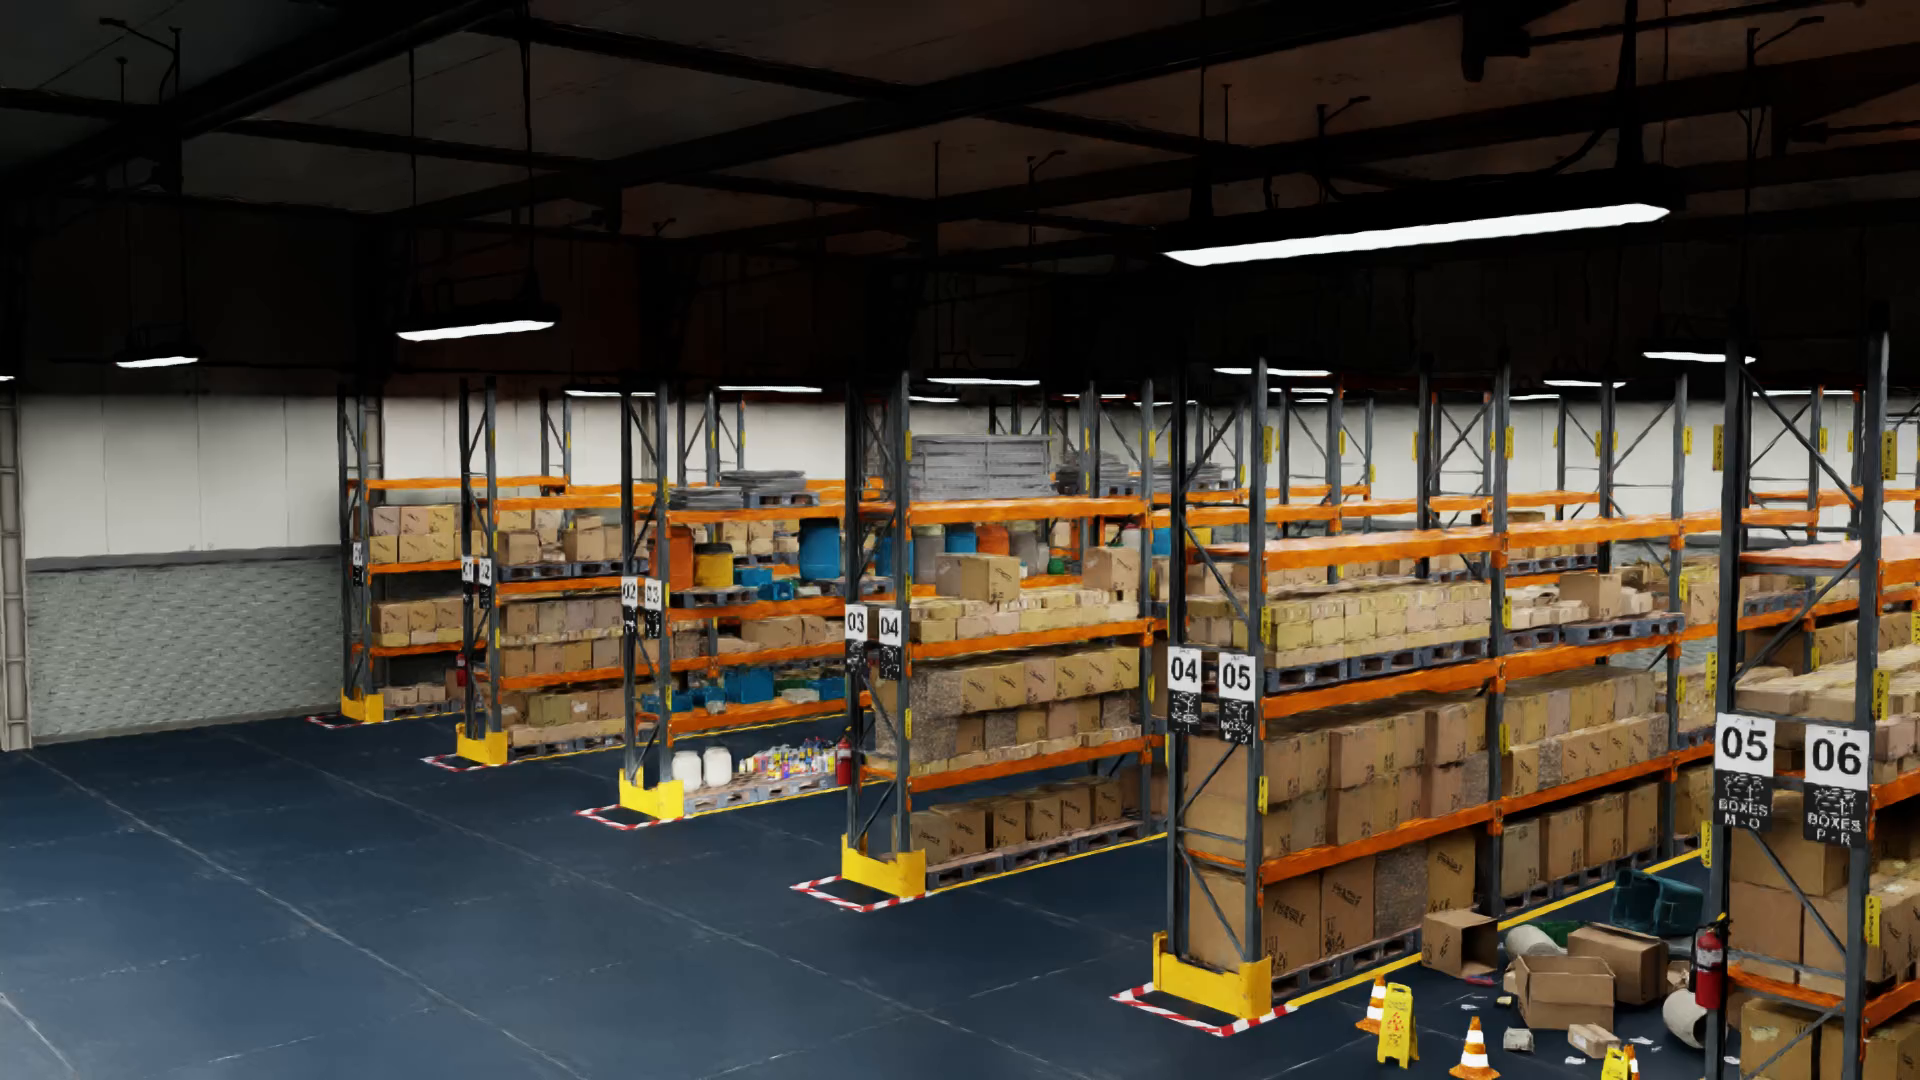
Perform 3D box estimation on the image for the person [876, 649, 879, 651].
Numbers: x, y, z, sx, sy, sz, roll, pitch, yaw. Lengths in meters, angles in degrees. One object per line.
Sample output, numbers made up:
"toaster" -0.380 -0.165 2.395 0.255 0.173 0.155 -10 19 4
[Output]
"person" -1.602 2.080 35.425 0.566 1.534 0.535 4 5 44
